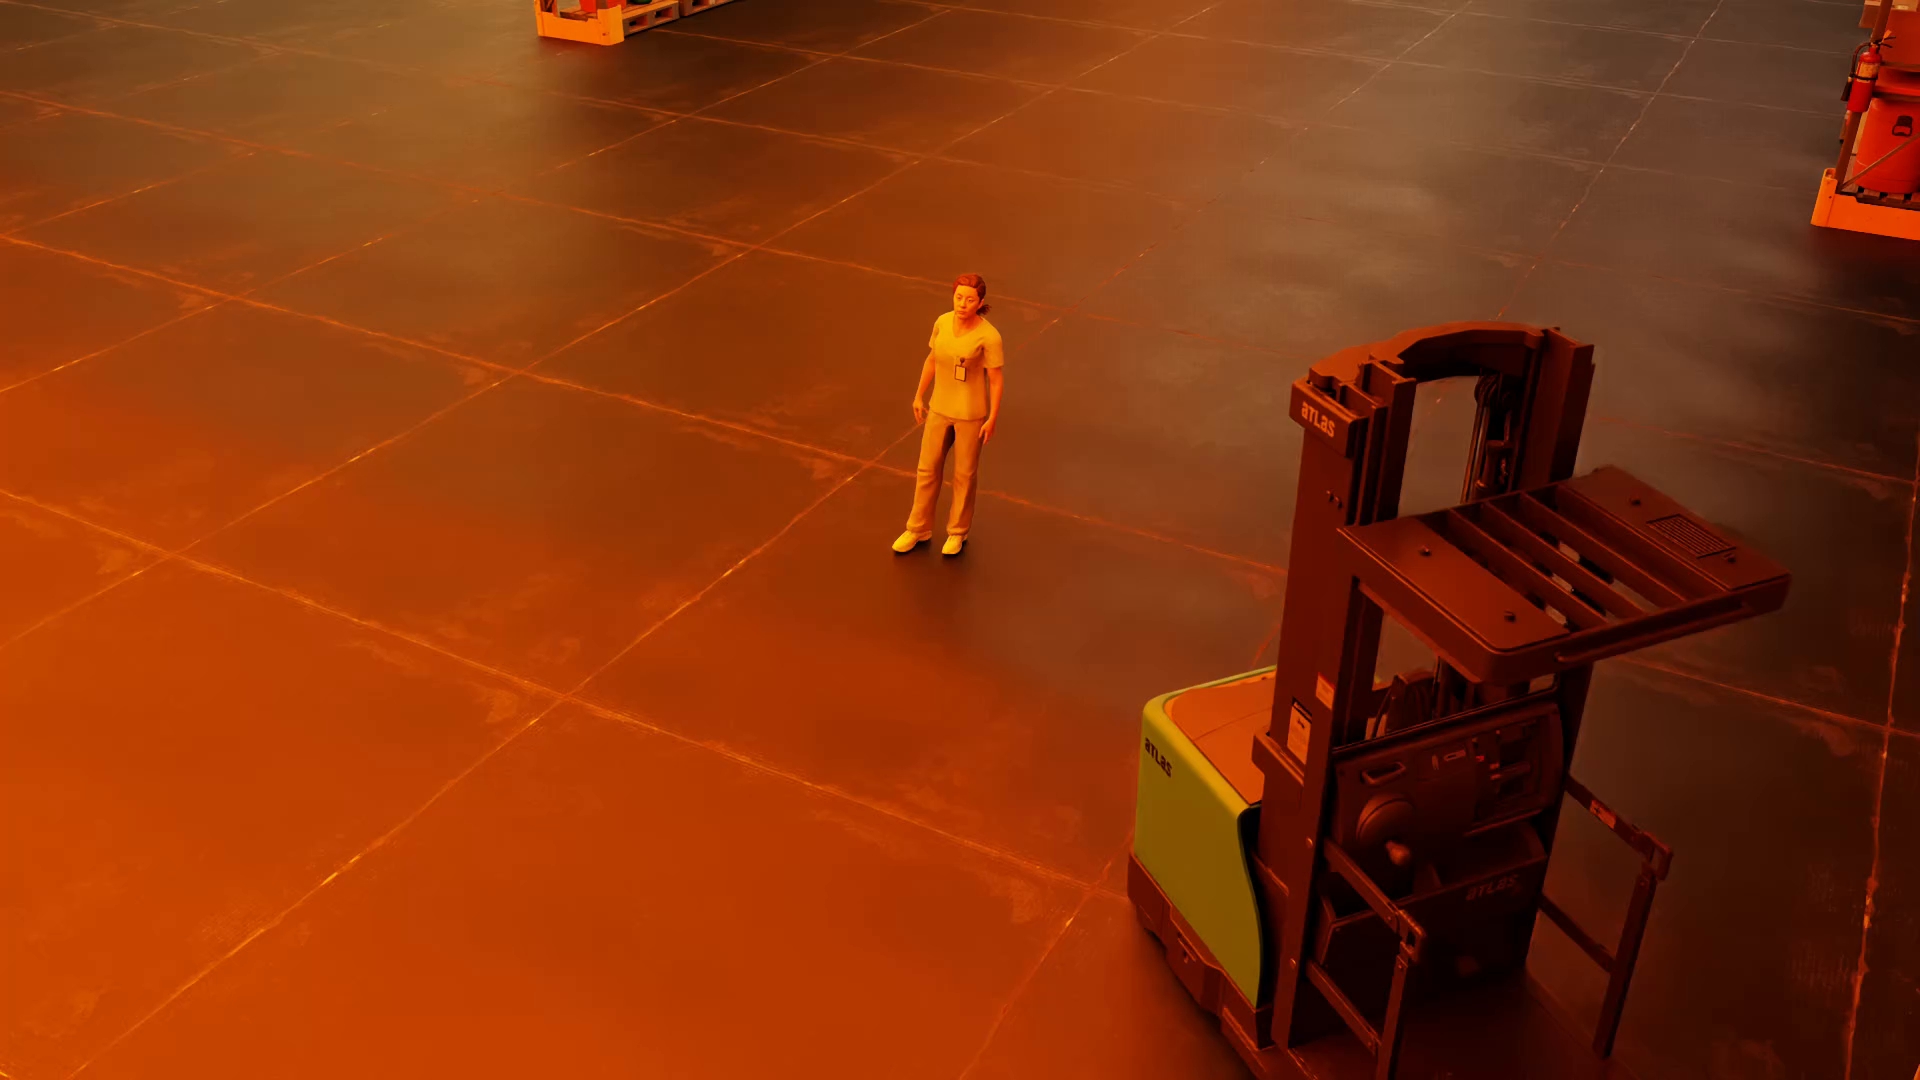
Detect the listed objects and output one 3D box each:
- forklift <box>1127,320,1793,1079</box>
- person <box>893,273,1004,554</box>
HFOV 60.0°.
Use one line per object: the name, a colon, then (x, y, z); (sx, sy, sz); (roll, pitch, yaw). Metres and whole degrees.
forklift: (1.769, 0.886, 5.536); (1.130, 2.935, 3.031); (-12, 32, -20)
person: (-0.047, -0.699, 9.533); (0.549, 1.665, 0.549); (15, 33, 25)
